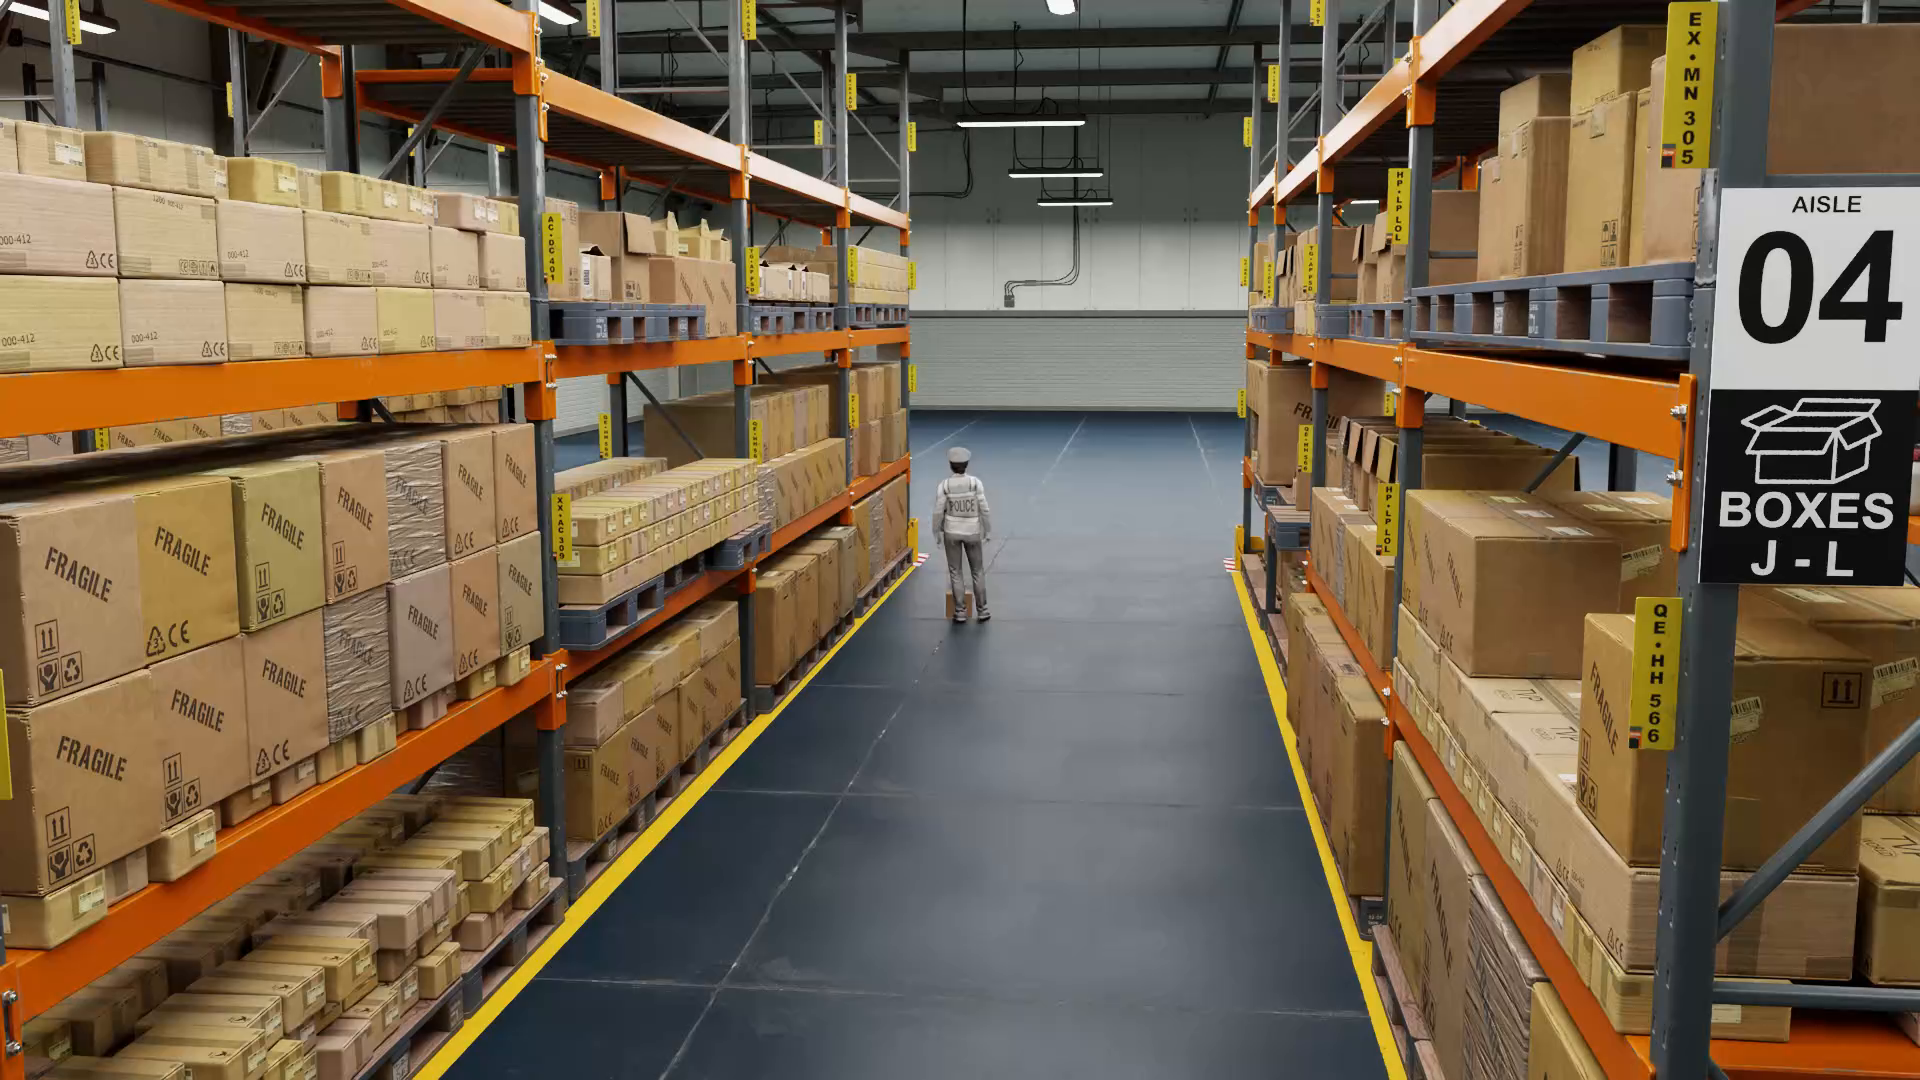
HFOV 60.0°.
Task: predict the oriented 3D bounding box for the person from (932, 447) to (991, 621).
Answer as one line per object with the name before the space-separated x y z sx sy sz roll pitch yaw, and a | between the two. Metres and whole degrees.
person | 0.020 -0.061 16.060 0.584 1.695 0.533 0 8 -1
